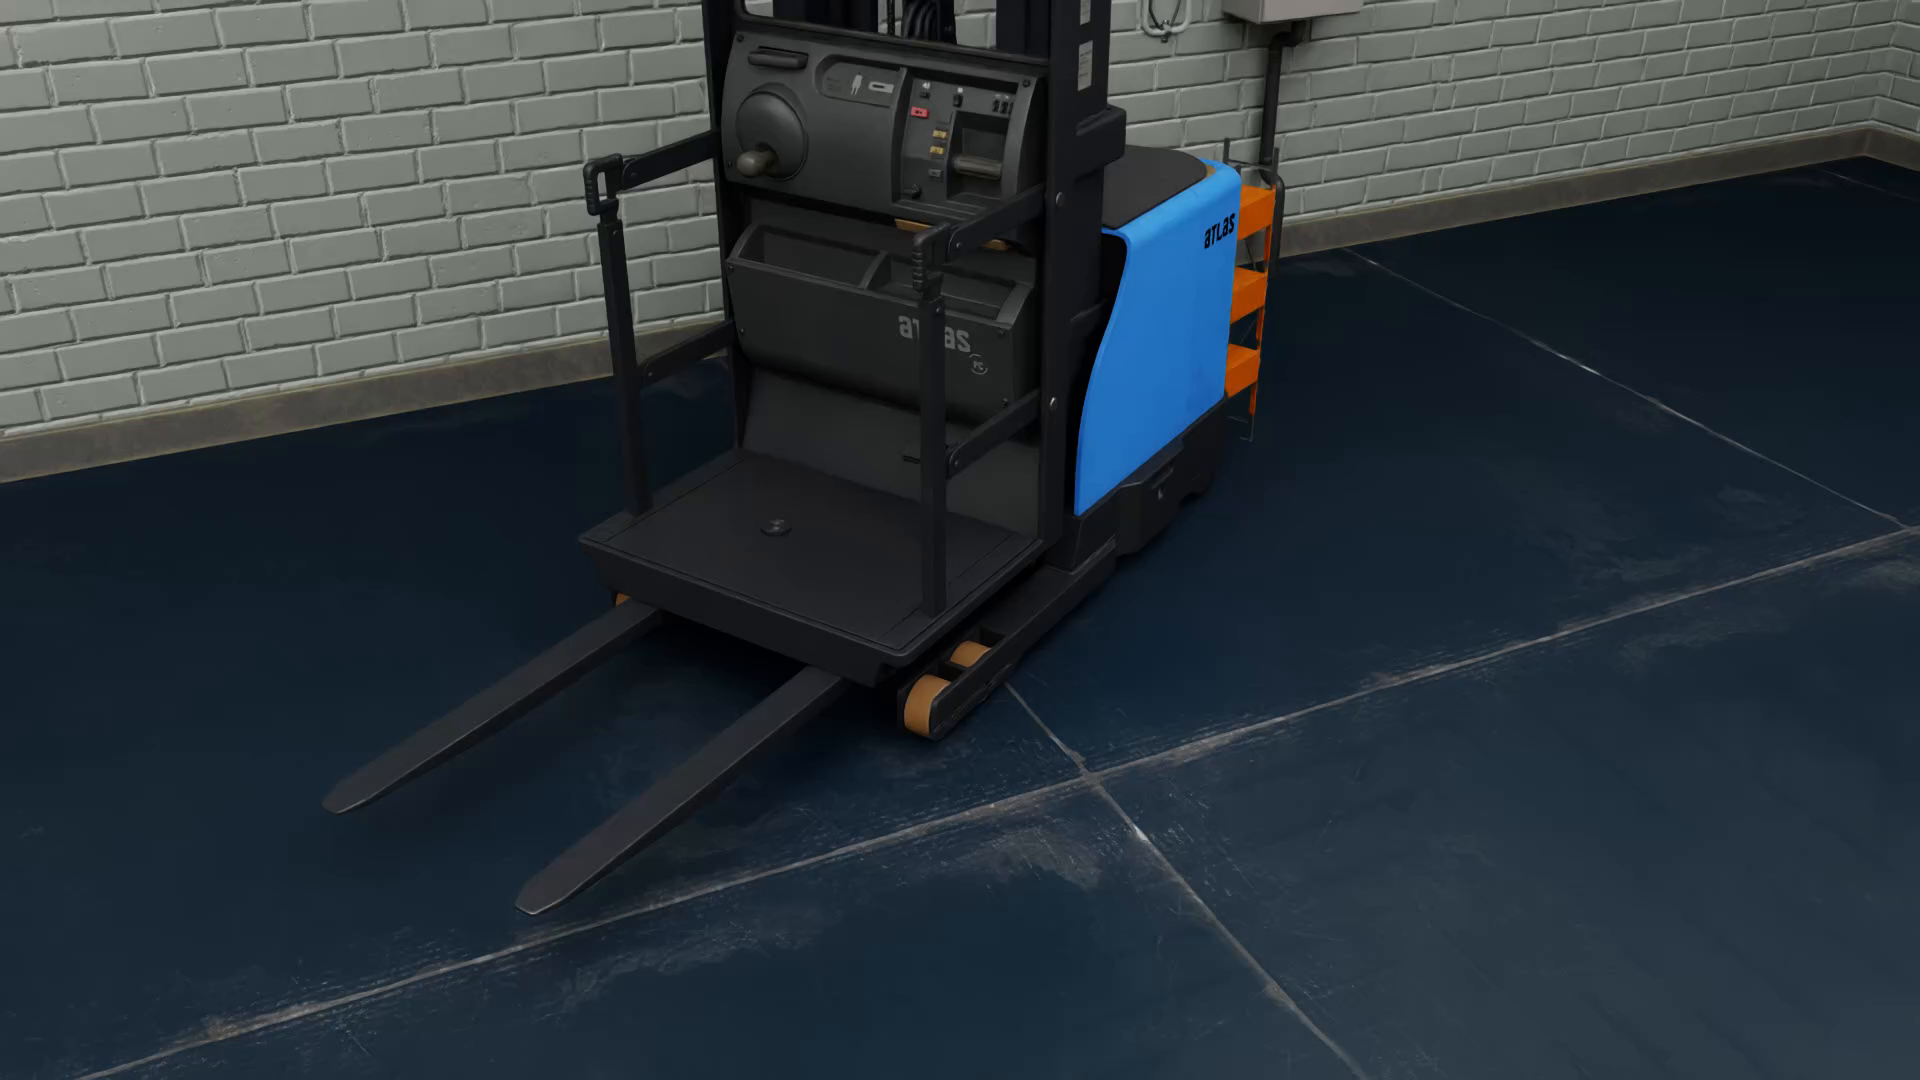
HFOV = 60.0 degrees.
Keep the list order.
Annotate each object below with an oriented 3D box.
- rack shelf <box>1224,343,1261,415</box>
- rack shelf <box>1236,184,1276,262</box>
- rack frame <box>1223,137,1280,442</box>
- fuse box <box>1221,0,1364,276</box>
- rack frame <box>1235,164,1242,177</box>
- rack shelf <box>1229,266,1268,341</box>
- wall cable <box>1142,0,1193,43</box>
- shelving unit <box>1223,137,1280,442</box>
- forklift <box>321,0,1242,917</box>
[{"bbox_3d":[0.874,-0.535,5.721,0.215,0.259,0.240,21,36,33],"label":"rack shelf"},{"bbox_3d":[0.874,-1.025,5.446,0.215,0.259,0.240,21,36,33],"label":"rack shelf"},{"bbox_3d":[0.949,-0.834,5.663,0.200,1.050,0.008,21,36,33],"label":"rack frame"},{"bbox_3d":[1.409,-1.915,6.916,0.539,1.711,0.414,-13,32,-22],"label":"fuse box"},{"bbox_3d":[0.798,-0.740,5.496,0.200,1.050,0.008,21,36,33],"label":"rack frame"},{"bbox_3d":[0.874,-0.778,5.585,0.215,0.259,0.240,21,36,33],"label":"rack shelf"},{"bbox_3d":[0.725,-2.847,6.221,0.588,1.984,0.122,-13,32,-22],"label":"wall cable"},{"bbox_3d":[0.874,-0.787,5.580,0.215,1.050,0.252,21,36,33],"label":"shelving unit"},{"bbox_3d":[-0.337,-1.023,4.077,1.130,2.935,3.031,17,34,28],"label":"forklift"}]
